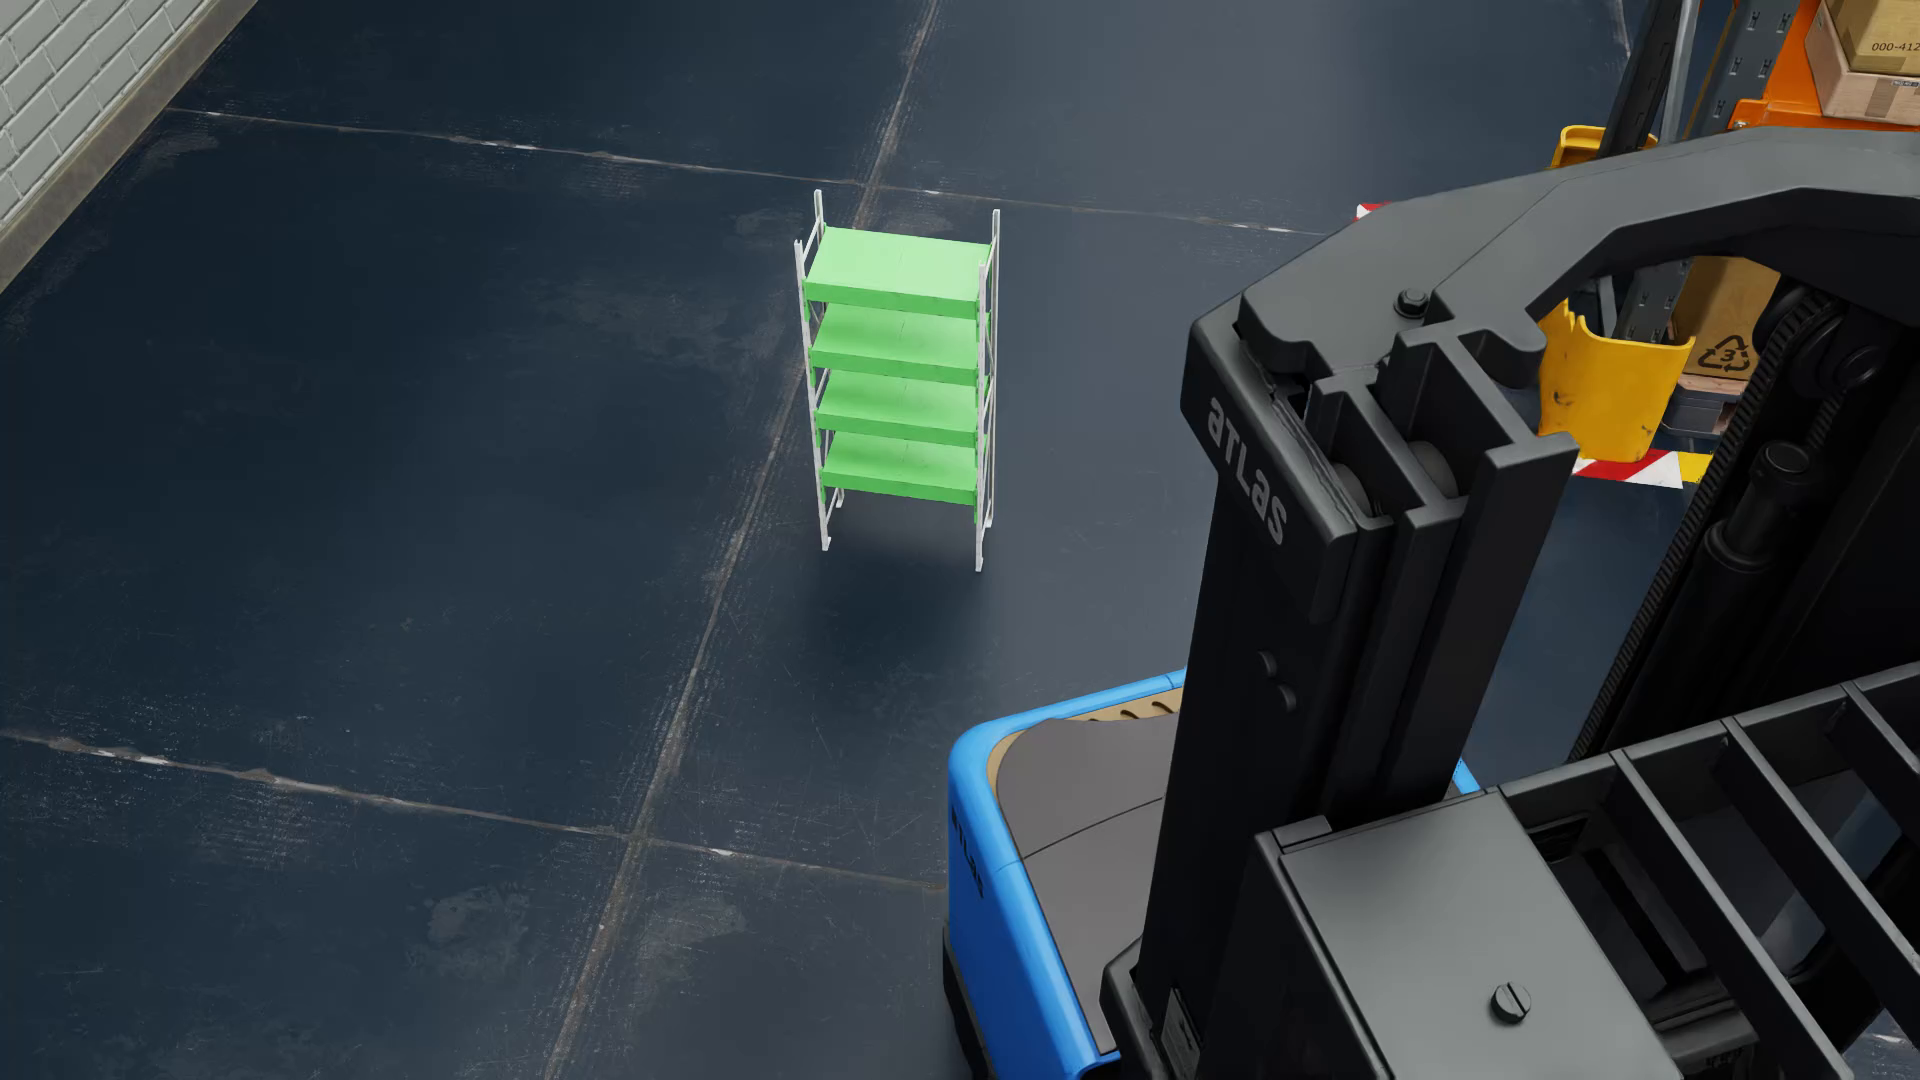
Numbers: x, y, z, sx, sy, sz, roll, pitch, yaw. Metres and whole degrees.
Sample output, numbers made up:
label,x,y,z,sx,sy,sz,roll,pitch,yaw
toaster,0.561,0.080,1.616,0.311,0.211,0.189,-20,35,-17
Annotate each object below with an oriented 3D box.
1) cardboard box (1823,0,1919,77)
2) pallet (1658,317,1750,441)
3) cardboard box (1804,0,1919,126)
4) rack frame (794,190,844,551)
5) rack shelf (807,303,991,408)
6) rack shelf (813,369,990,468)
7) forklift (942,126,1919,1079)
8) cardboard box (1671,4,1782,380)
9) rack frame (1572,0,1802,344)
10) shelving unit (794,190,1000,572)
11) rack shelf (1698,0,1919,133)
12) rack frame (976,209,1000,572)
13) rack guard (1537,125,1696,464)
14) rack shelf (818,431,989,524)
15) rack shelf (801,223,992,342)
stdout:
label,x,y,z,sx,sy,sz,roll,pitch,yaw
cardboard box,2.645,-1.482,4.466,0.500,0.250,0.500,7,48,6
pallet,3.021,-0.714,5.749,1.213,0.211,1.003,8,49,7
cardboard box,2.511,-1.322,4.590,0.250,0.149,0.380,8,49,7
rack frame,-0.403,-0.455,4.852,0.015,1.200,0.240,8,49,7
rack shelf,-0.163,-0.541,4.692,0.480,0.148,0.258,8,49,7
rack shelf,-0.163,-0.380,4.871,0.480,0.148,0.258,8,49,7
forklift,0.900,1.069,2.319,1.130,2.935,3.031,-14,49,-12
cardboard box,2.865,-1.098,5.366,0.875,0.875,0.875,8,49,7
rack frame,2.221,-1.694,4.756,0.127,3.000,1.000,8,49,7
shelving unit,-0.163,-0.423,4.823,0.503,1.200,0.258,8,49,7
rack shelf,4.189,-1.189,4.786,4.000,0.370,1.077,8,49,7
rack frame,0.077,-0.391,4.794,0.015,1.200,0.240,8,49,7
rack guard,2.197,-0.862,5.688,0.348,0.500,1.175,8,49,7
rack shelf,-0.163,-0.220,5.049,0.480,0.148,0.258,8,49,7
rack shelf,-0.163,-0.701,4.514,0.480,0.148,0.258,8,49,7
